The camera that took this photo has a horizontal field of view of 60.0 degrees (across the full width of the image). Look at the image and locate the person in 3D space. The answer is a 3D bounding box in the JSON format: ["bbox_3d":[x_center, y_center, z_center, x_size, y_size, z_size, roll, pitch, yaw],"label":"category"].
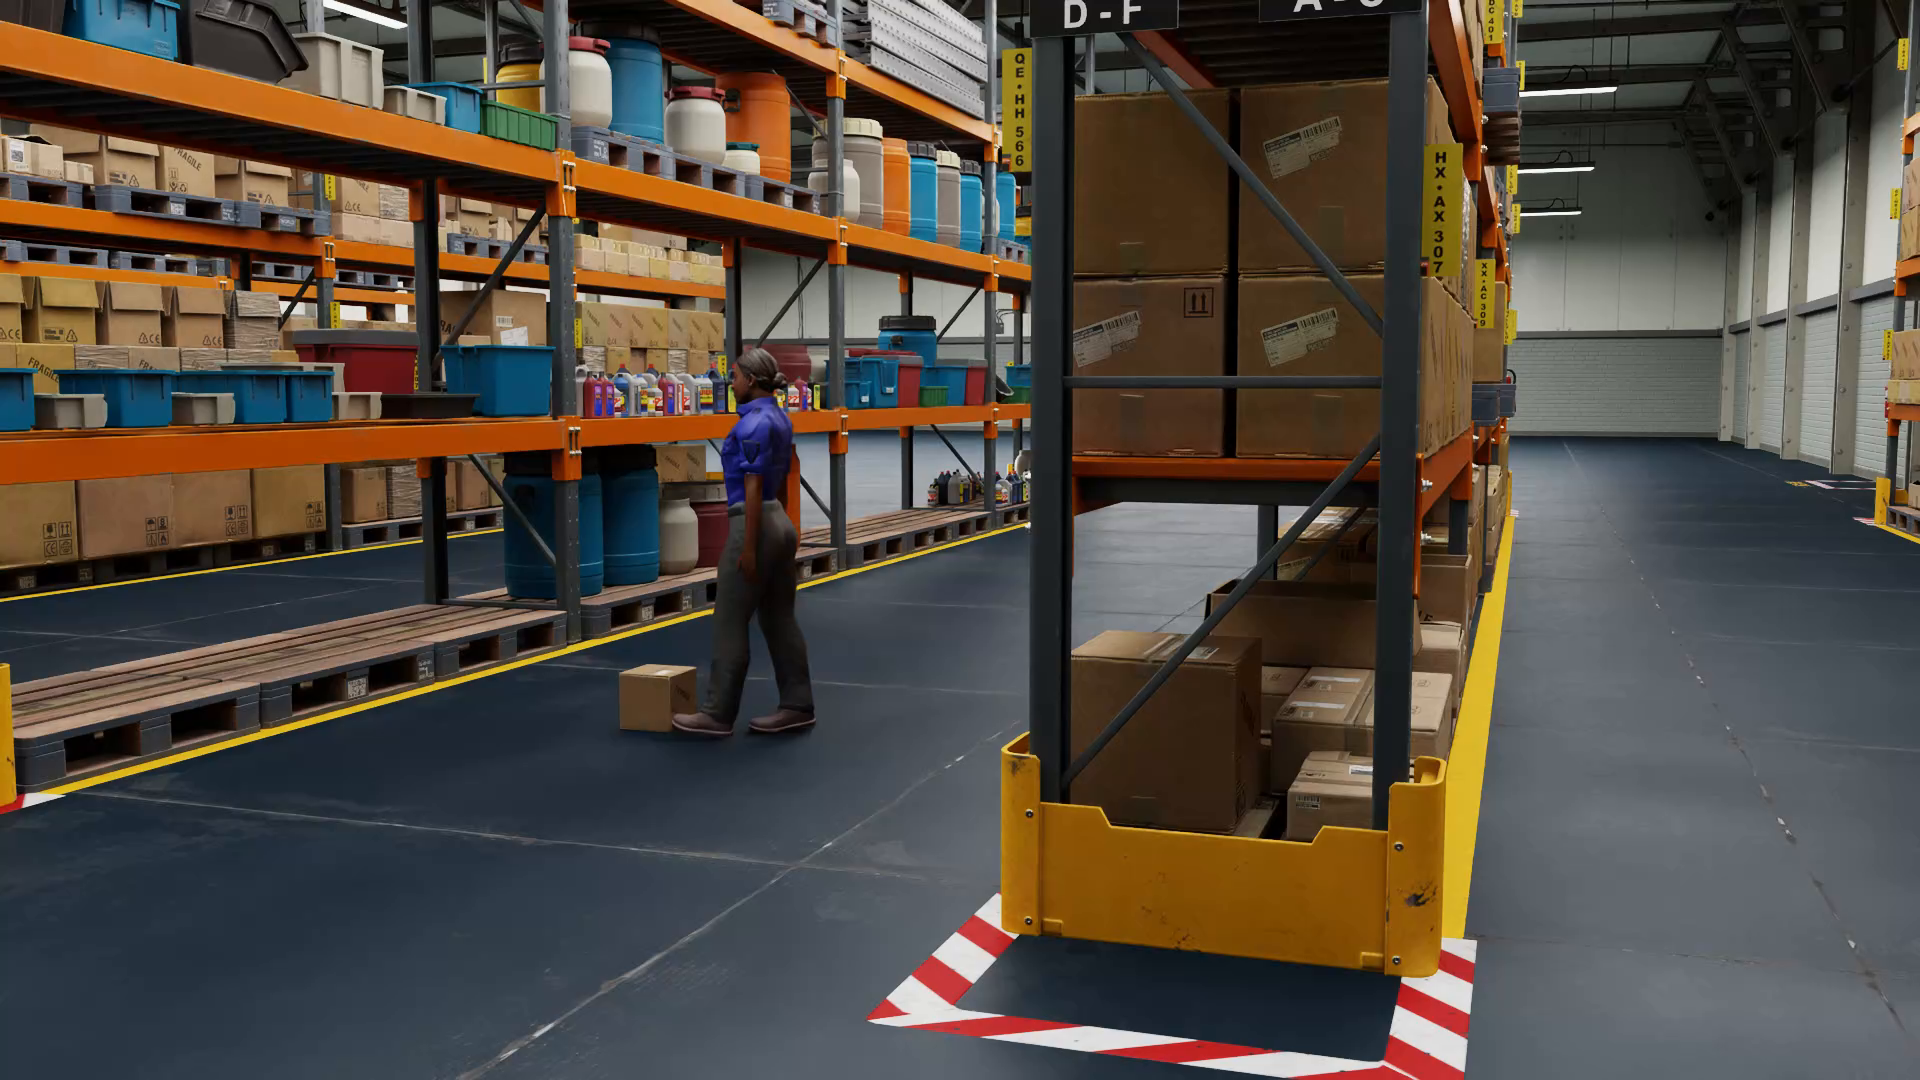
[{"bbox_3d":[-0.939,0.011,7.125,0.576,1.661,0.463,1,5,11],"label":"person"}]
